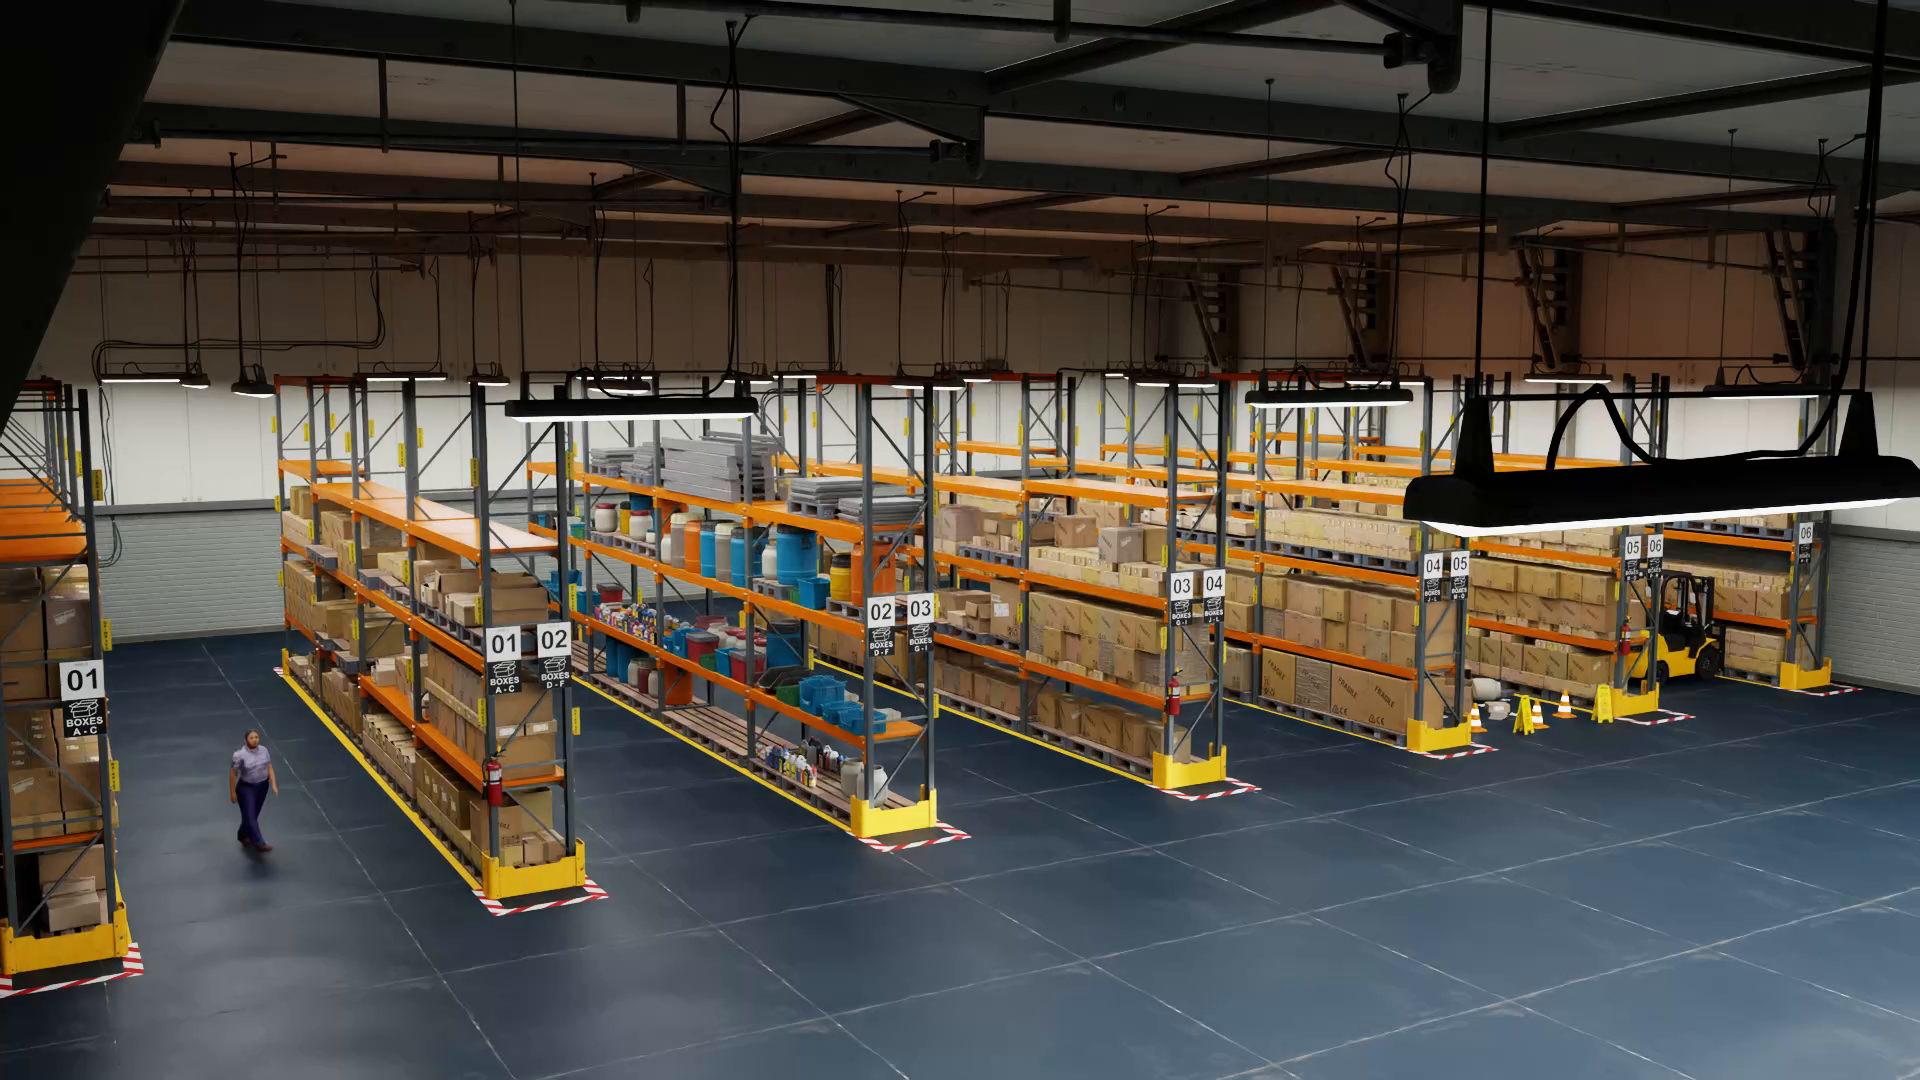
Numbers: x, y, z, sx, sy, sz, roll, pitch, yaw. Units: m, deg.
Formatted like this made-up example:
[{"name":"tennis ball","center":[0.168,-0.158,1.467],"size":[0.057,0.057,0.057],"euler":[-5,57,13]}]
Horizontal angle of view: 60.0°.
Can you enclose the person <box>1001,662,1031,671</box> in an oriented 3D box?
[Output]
[{"name":"person","center":[1.172,1.802,33.832],"size":[0.527,1.622,1.049],"euler":[-4,7,-30]}]

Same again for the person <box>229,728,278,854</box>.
[{"name":"person","center":[-9.013,3.202,21.272],"size":[1.053,1.572,0.529],"euler":[4,7,30]}]

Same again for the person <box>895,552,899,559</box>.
[{"name":"person","center":[-1.646,1.068,40.588],"size":[0.466,1.636,0.690],"euler":[2,6,14]}]
